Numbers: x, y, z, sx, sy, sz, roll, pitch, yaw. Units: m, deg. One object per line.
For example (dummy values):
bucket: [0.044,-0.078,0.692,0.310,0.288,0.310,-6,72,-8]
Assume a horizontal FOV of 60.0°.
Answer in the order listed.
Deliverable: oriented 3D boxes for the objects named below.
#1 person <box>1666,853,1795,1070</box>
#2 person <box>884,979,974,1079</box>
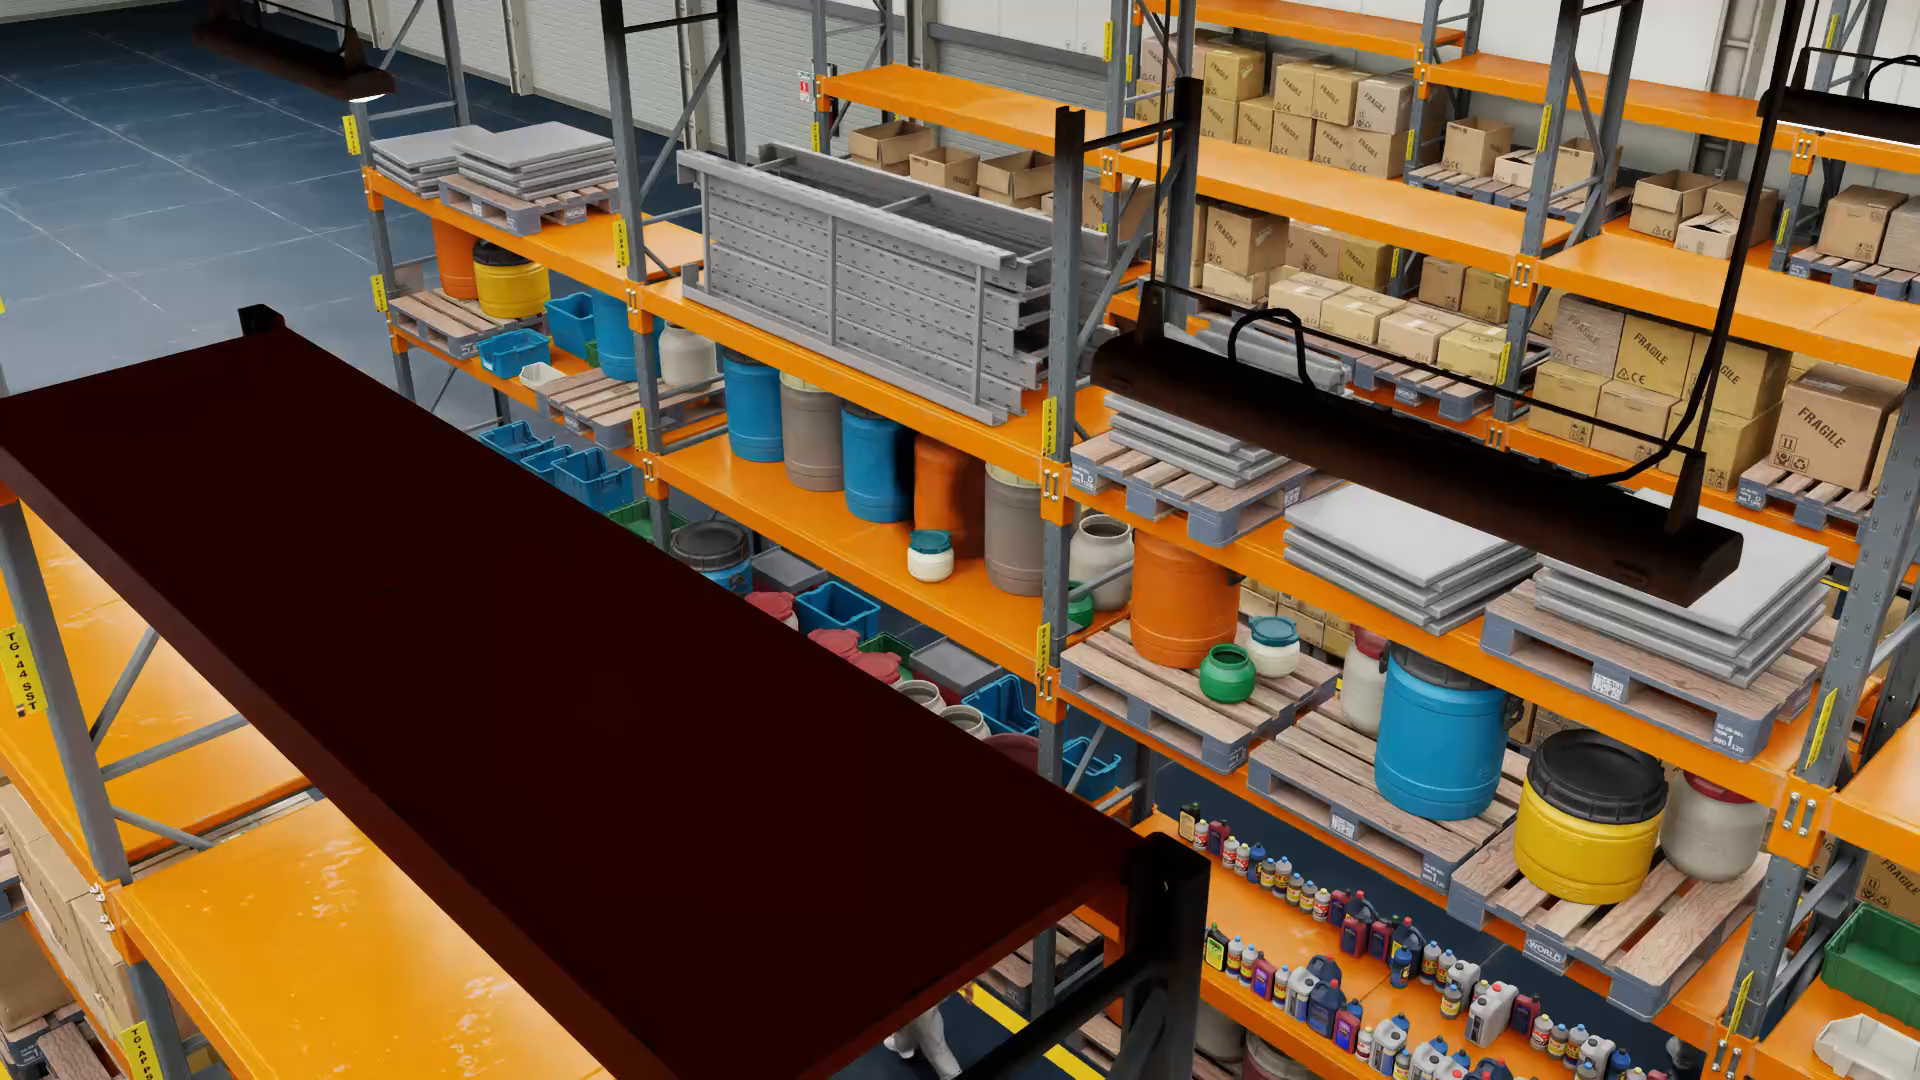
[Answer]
person: [4.778,2.617,10.137,0.622,1.780,0.514,9,29,16]
person: [-0.240,2.727,10.049,0.483,1.644,0.972,-24,36,-37]
